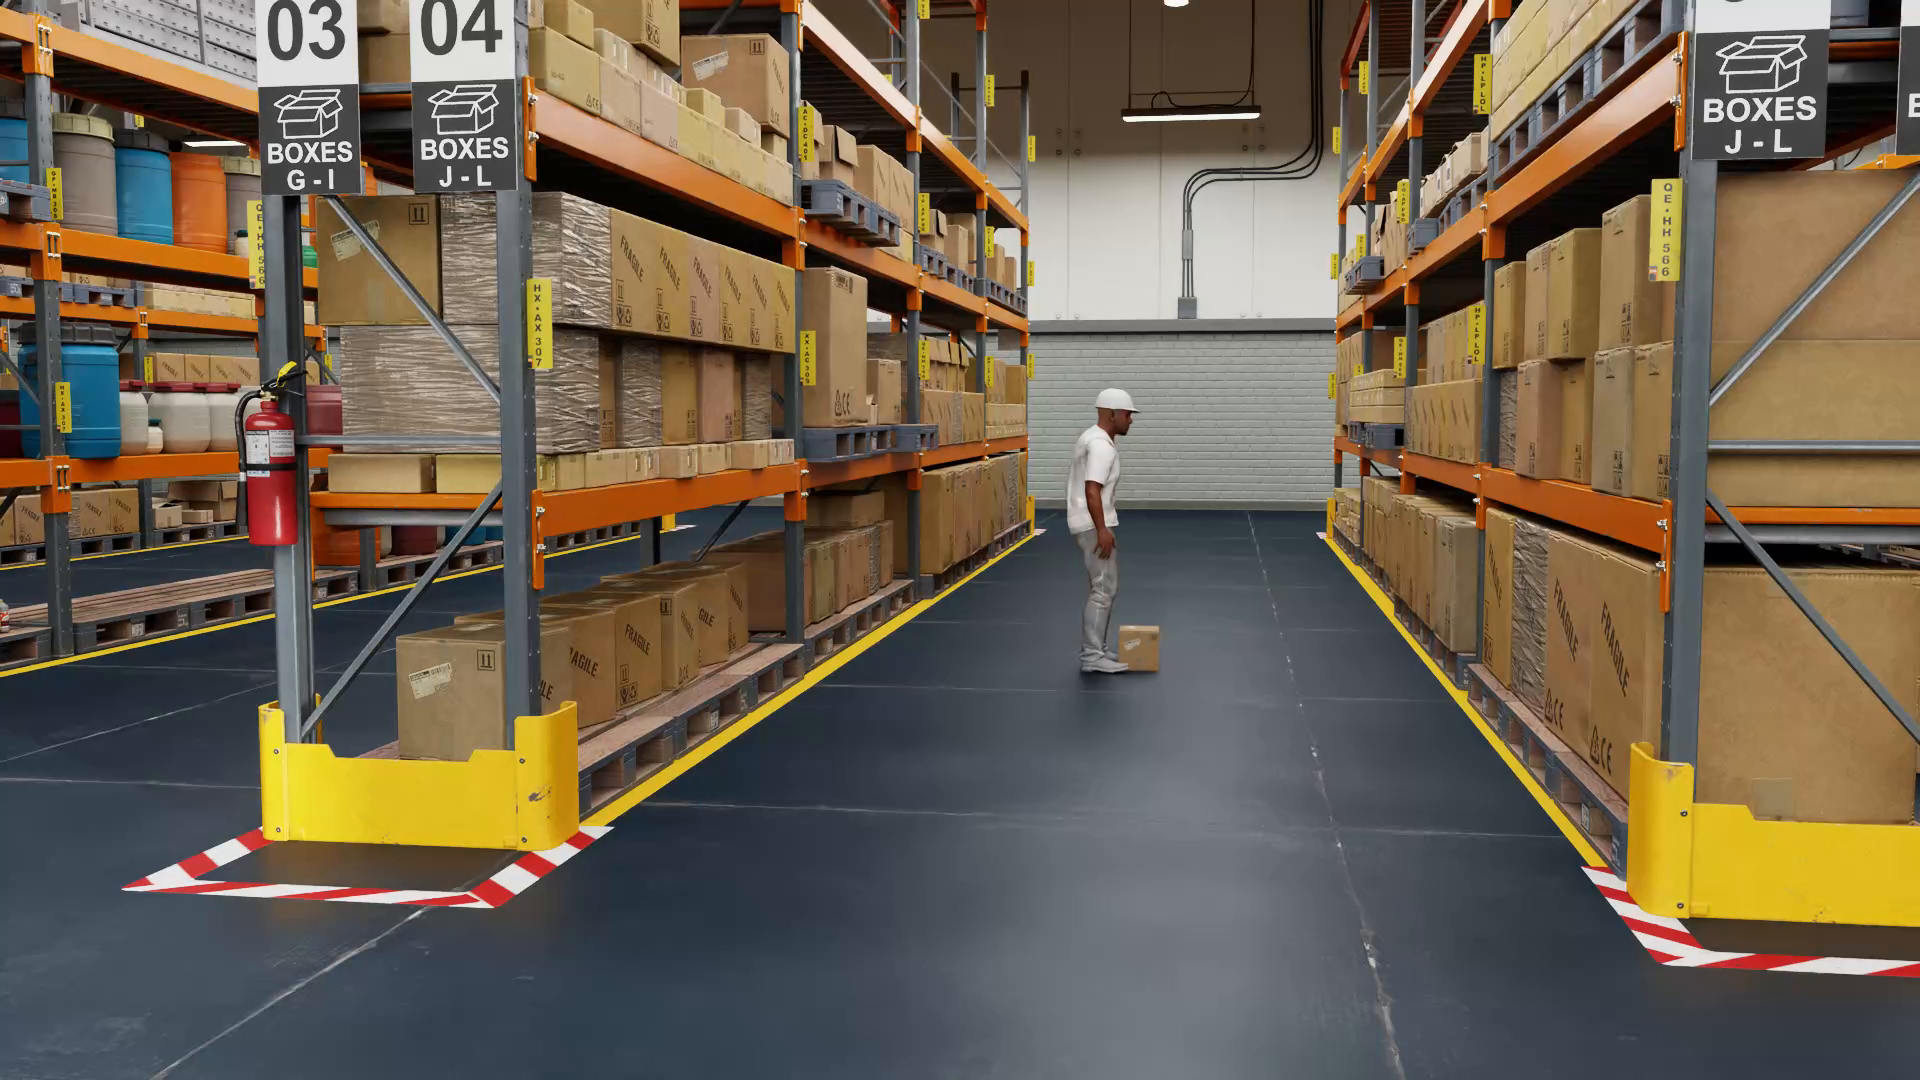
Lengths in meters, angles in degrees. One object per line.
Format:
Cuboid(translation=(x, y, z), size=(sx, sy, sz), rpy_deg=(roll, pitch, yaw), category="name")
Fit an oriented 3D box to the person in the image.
Cuboid(translation=(0.897, -0.070, 10.448), size=(0.463, 1.759, 0.625), rpy_deg=(0, 4, 6), category="person")
